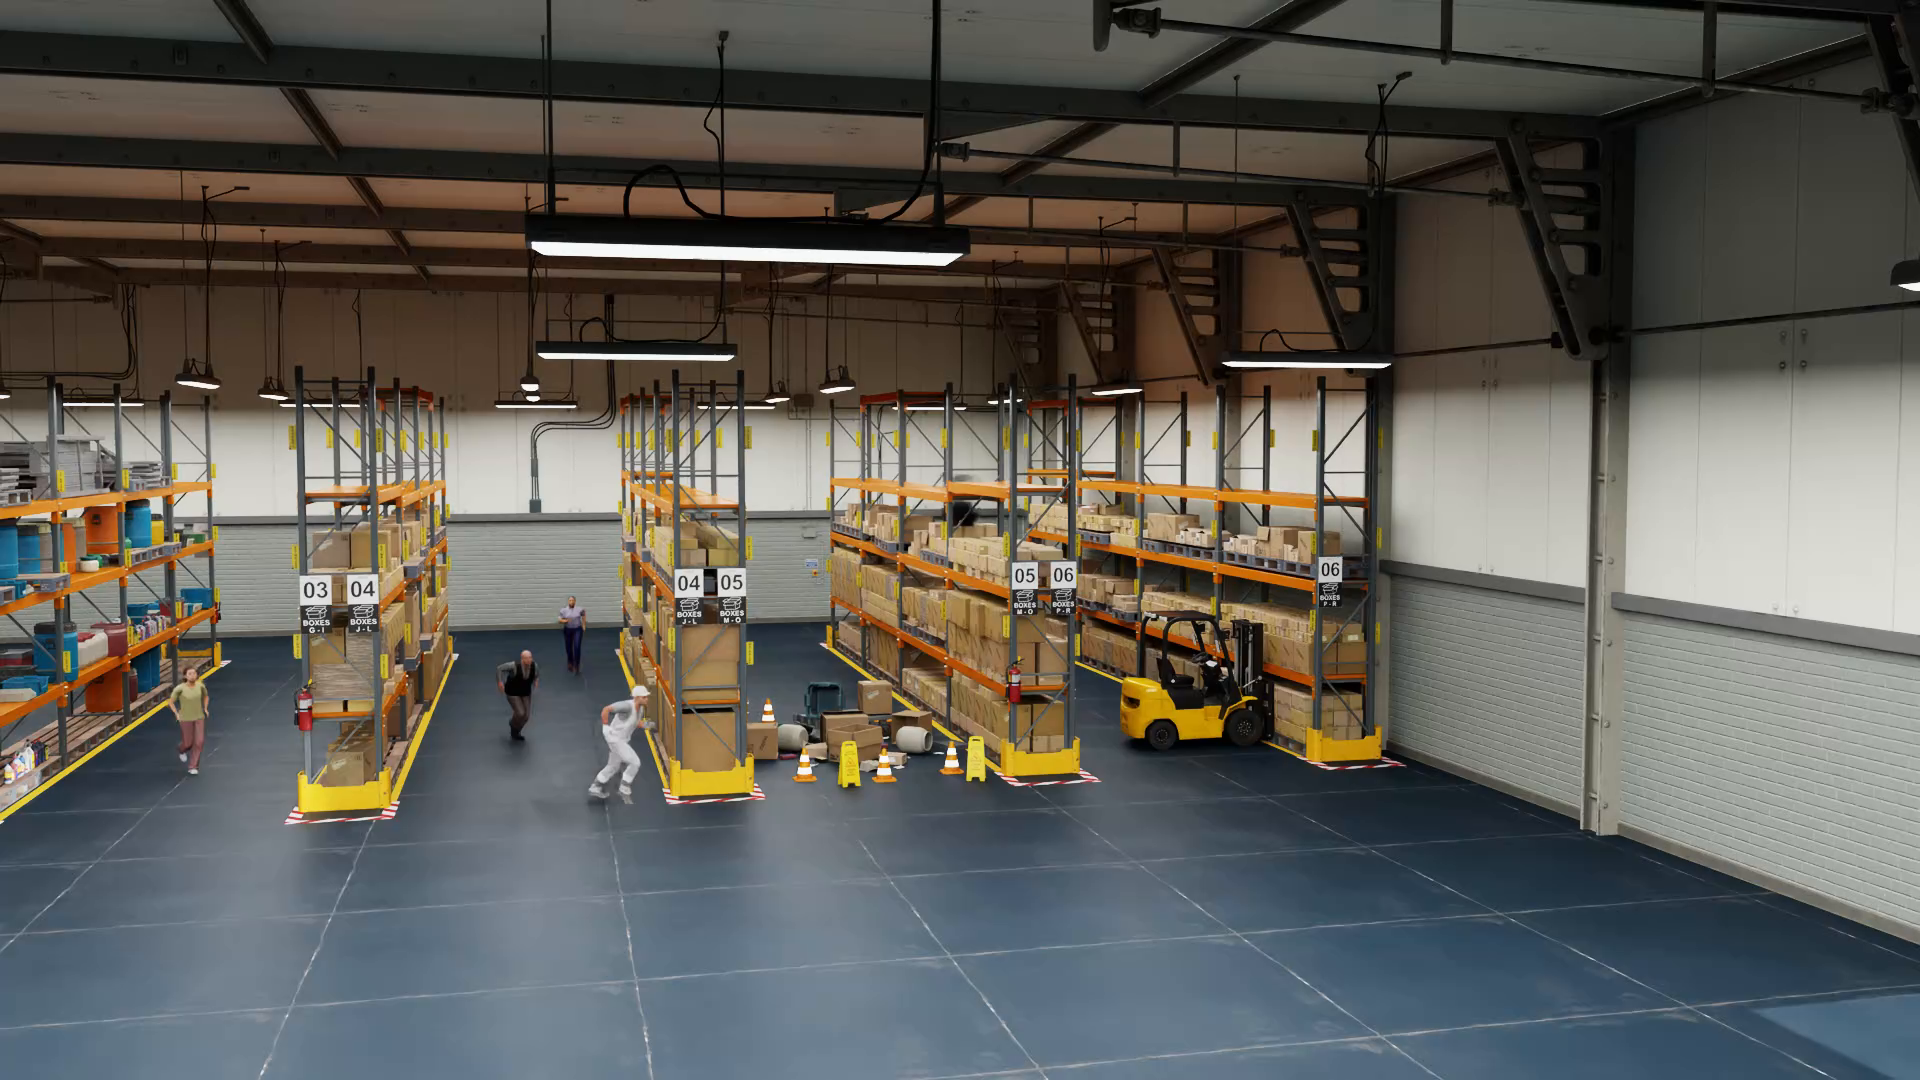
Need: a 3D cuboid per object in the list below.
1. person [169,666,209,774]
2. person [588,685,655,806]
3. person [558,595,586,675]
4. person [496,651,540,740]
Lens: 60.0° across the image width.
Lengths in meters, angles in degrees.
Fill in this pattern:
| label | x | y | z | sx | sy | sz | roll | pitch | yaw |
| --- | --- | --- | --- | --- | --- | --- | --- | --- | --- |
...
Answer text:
| label | x | y | z | sx | sy | sz | roll | pitch | yaw |
| --- | --- | --- | --- | --- | --- | --- | --- | --- | --- |
| person | -11.609 | 2.700 | 25.077 | 0.589 | 1.622 | 0.694 | -3 | 4 | -39 |
| person | -4.686 | 2.828 | 22.837 | 0.992 | 1.695 | 0.714 | 1 | 4 | 17 |
| person | -8.363 | 2.032 | 35.861 | 0.569 | 1.695 | 0.854 | -1 | 3 | -9 |
| person | -7.305 | 2.582 | 27.521 | 0.694 | 1.552 | 0.864 | -3 | 4 | -37 |
